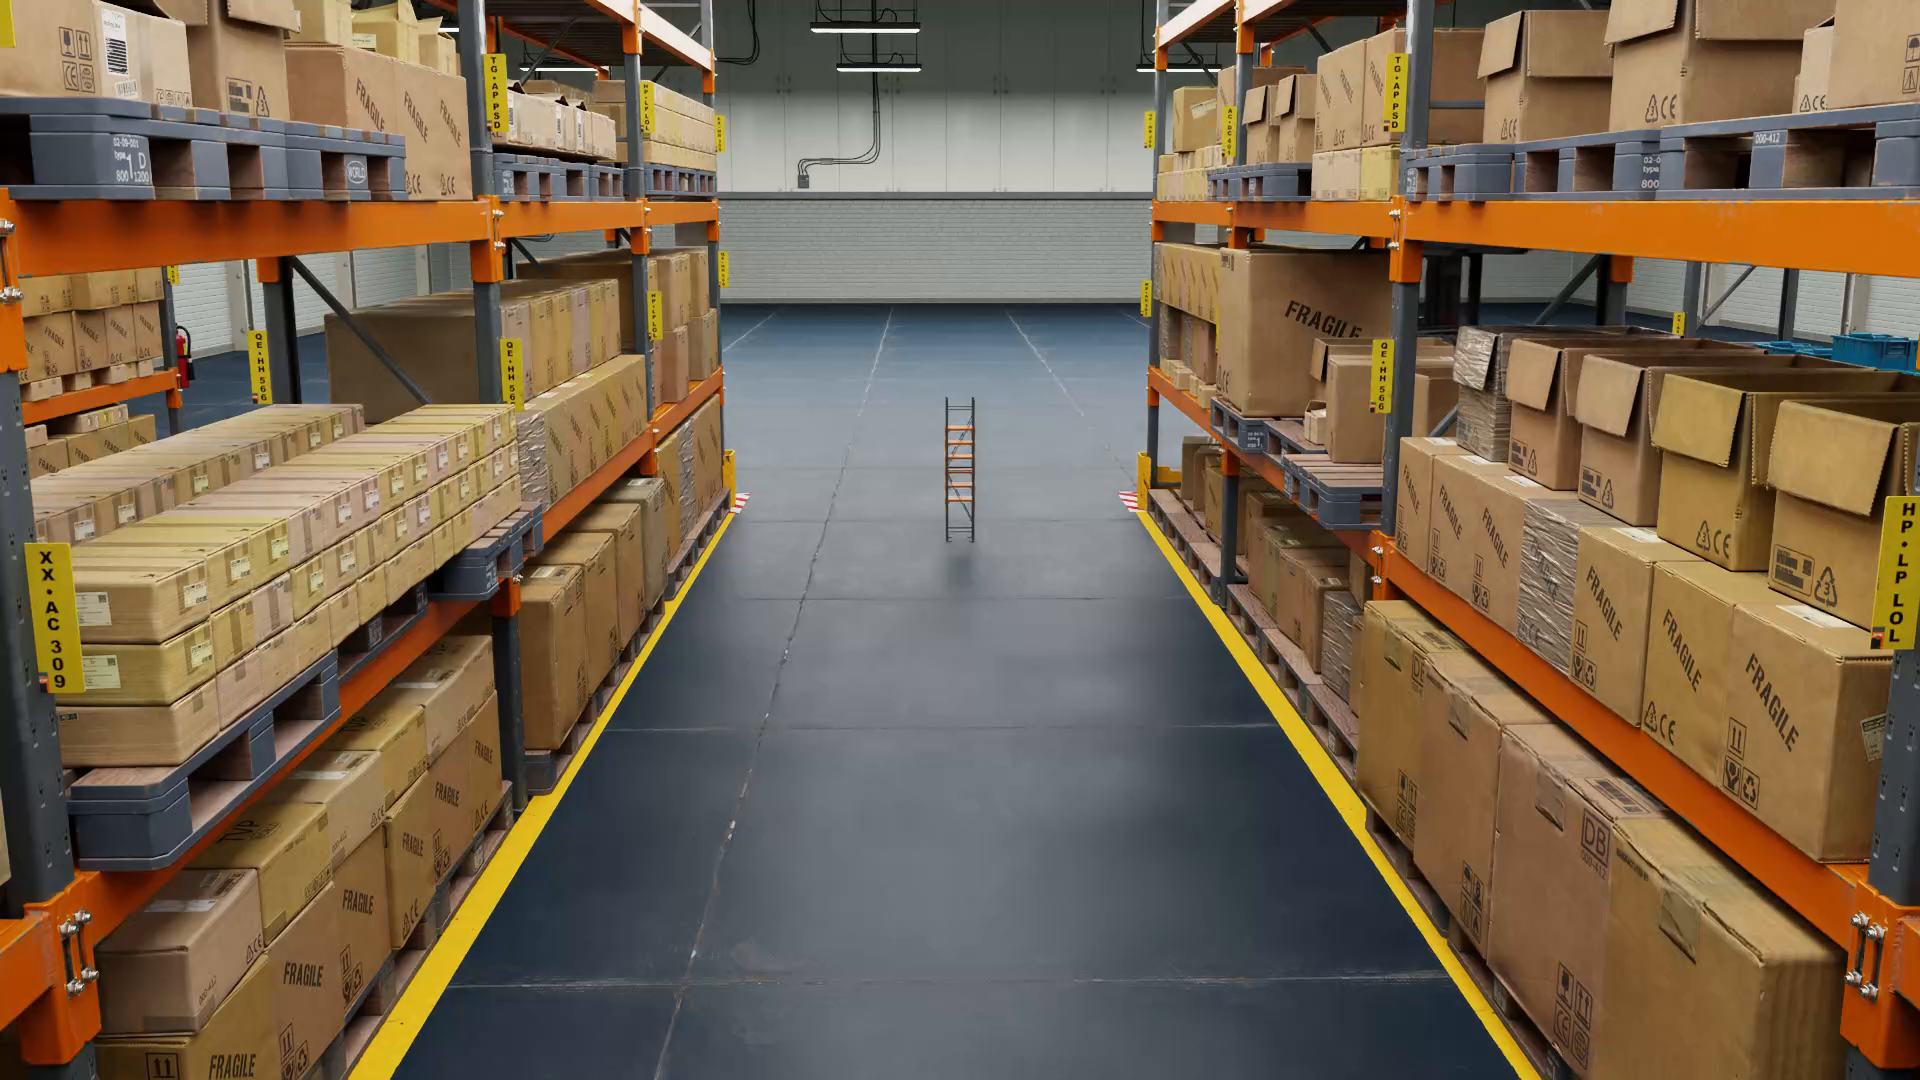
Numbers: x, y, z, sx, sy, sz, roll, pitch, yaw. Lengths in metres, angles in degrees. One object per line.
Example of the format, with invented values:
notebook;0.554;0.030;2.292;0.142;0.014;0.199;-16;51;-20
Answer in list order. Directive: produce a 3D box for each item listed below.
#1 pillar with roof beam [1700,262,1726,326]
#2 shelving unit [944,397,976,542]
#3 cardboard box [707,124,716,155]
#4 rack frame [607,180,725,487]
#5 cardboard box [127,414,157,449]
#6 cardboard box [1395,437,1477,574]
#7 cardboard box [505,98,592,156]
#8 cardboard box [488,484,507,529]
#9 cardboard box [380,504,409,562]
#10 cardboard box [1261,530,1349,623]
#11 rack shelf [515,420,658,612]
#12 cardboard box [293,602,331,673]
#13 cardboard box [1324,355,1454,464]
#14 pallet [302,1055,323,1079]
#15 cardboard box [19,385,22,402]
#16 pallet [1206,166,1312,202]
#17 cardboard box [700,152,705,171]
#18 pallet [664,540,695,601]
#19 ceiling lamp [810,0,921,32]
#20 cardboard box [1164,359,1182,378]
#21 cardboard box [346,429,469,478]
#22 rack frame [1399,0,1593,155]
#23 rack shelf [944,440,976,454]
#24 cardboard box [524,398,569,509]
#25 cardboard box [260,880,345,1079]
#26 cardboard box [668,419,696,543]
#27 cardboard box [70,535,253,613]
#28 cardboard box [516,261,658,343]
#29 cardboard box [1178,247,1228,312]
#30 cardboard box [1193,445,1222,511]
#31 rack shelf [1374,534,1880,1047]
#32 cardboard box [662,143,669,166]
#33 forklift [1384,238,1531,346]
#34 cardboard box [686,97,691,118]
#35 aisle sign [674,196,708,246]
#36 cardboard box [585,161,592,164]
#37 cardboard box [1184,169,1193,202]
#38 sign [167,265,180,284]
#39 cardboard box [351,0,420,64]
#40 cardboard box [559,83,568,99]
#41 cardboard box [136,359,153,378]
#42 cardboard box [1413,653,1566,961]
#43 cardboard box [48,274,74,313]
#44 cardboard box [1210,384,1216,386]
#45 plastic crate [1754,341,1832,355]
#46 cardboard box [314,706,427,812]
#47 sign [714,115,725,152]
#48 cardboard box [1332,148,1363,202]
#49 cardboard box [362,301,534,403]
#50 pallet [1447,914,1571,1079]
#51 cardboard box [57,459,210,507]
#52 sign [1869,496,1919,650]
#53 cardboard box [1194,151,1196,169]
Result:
pillar with roof beam;13.189;-9.410;37.809;9.100;9.000;0.548;0;11;-1
shelving unit;0.000;-0.591;13.954;0.258;1.200;0.189;0;11;-1
cardboard box;-2.418;-3.492;14.504;0.500;0.250;0.500;0;11;0
rack frame;-2.708;-1.791;15.343;1.000;3.000;0.127;0;11;-1
cardboard box;-7.378;-0.818;14.521;0.500;0.500;0.500;0;11;-1
cardboard box;2.156;-0.152;7.014;0.500;0.500;0.500;0;11;1
cardboard box;-2.369;-2.330;9.369;0.500;0.311;0.500;-1;11;-3
cardboard box;-2.070;-0.138;6.770;0.380;0.149;0.250;0;11;-1
cardboard box;-2.043;-0.025;5.466;0.380;0.149;0.250;0;11;-2
cardboard box;2.318;0.230;10.560;0.700;0.500;0.500;0;11;-2
rack shelf;-2.584;-0.246;9.535;1.077;0.370;4.000;0;11;-1
cardboard box;-2.025;0.277;4.726;0.380;0.149;0.250;0;11;-1
cardboard box;2.256;-0.674;8.527;0.700;0.500;0.500;1;12;7
pallet;-2.478;1.806;4.625;1.003;0.211;1.213;0;11;-1
cardboard box;-7.358;-1.101;12.574;0.380;0.149;0.250;0;11;-1
pallet;2.242;-2.251;10.538;1.213;0.211;1.003;0;11;-1
cardboard box;-2.347;-3.177;13.953;0.380;0.149;0.250;0;11;-1
pallet;-2.563;0.219;12.447;1.003;0.211;1.213;0;11;-1
ceiling lamp;-1.719;-10.822;30.090;2.000;3.185;0.800;0;11;-1
cardboard box;1.997;-1.511;14.594;0.380;0.149;0.250;0;11;-1
cardboard box;-2.057;-0.324;6.193;0.380;0.149;0.250;0;11;1
rack frame;2.418;-3.141;6.909;1.000;3.000;0.127;0;11;-1
rack shelf;0.000;-0.783;13.915;0.258;0.103;0.180;0;11;-1
cardboard box;-2.295;-0.441;8.438;0.500;0.500;0.500;0;11;-2
cardboard box;-2.223;1.361;5.039;0.500;0.500;0.500;0;11;1
cardboard box;-2.591;-0.465;13.094;0.875;0.875;0.875;0;11;-1
cardboard box;-2.020;0.085;4.177;0.380;0.149;0.250;0;11;0
cardboard box;-2.599;-1.672;11.663;0.875;0.550;0.550;0;11;-1
cardboard box;2.023;-2.067;13.191;0.500;0.500;0.500;0;11;-1
cardboard box;2.296;-0.529;14.354;0.500;0.500;0.500;3;12;14
rack shelf;2.460;0.549;5.617;1.077;0.370;4.000;0;11;-1
cardboard box;-2.304;-2.772;11.960;0.380;0.149;0.250;0;11;-1
forklift;4.726;-1.867;15.889;1.130;2.935;3.031;-7;13;-31
cardboard box;-2.330;-3.415;13.121;0.380;0.149;0.250;0;11;-1
aisle sign;-2.409;-3.080;15.160;0.394;0.787;0.004;0;11;-1
cardboard box;-2.974;-2.871;12.444;0.380;0.149;0.250;0;11;0
cardboard box;2.044;-2.787;13.083;0.500;0.250;0.500;0;11;1
sign;-7.100;-2.471;14.989;0.100;0.325;0.005;0;11;-1
cardboard box;-2.249;-1.914;6.227;0.396;0.266;0.258;0;11;-1
cardboard box;-2.957;-3.110;11.619;0.380;0.149;0.250;0;11;-1
cardboard box;-7.317;-1.504;14.560;0.380;0.149;0.250;0;11;-2
cardboard box;2.423;0.949;6.125;1.225;0.875;0.875;0;11;-1
cardboard box;-7.438;-2.033;13.023;0.700;0.500;0.500;0;11;-2
cardboard box;2.107;-1.114;12.636;0.380;0.149;0.250;0;11;-1
plastic crate;7.514;-1.640;14.975;0.499;0.251;0.616;0;11;-1
cardboard box;-2.250;0.787;5.979;0.500;0.250;0.500;0;11;0
sign;-2.165;-3.656;14.962;0.100;0.325;0.005;0;11;-1
cardboard box;2.140;-1.790;8.169;0.500;0.250;0.500;0;11;-1
cardboard box;-2.554;-0.930;8.330;0.700;0.500;0.500;0;11;-2
pallet;2.382;1.565;5.816;1.003;0.211;1.213;0;11;-1
cardboard box;-2.697;-0.171;5.439;0.380;0.149;0.250;0;11;-2
sign;1.959;0.070;3.459;0.100;0.325;0.005;0;11;-1
cardboard box;2.072;-3.019;13.228;0.380;0.149;0.250;0;11;-2
